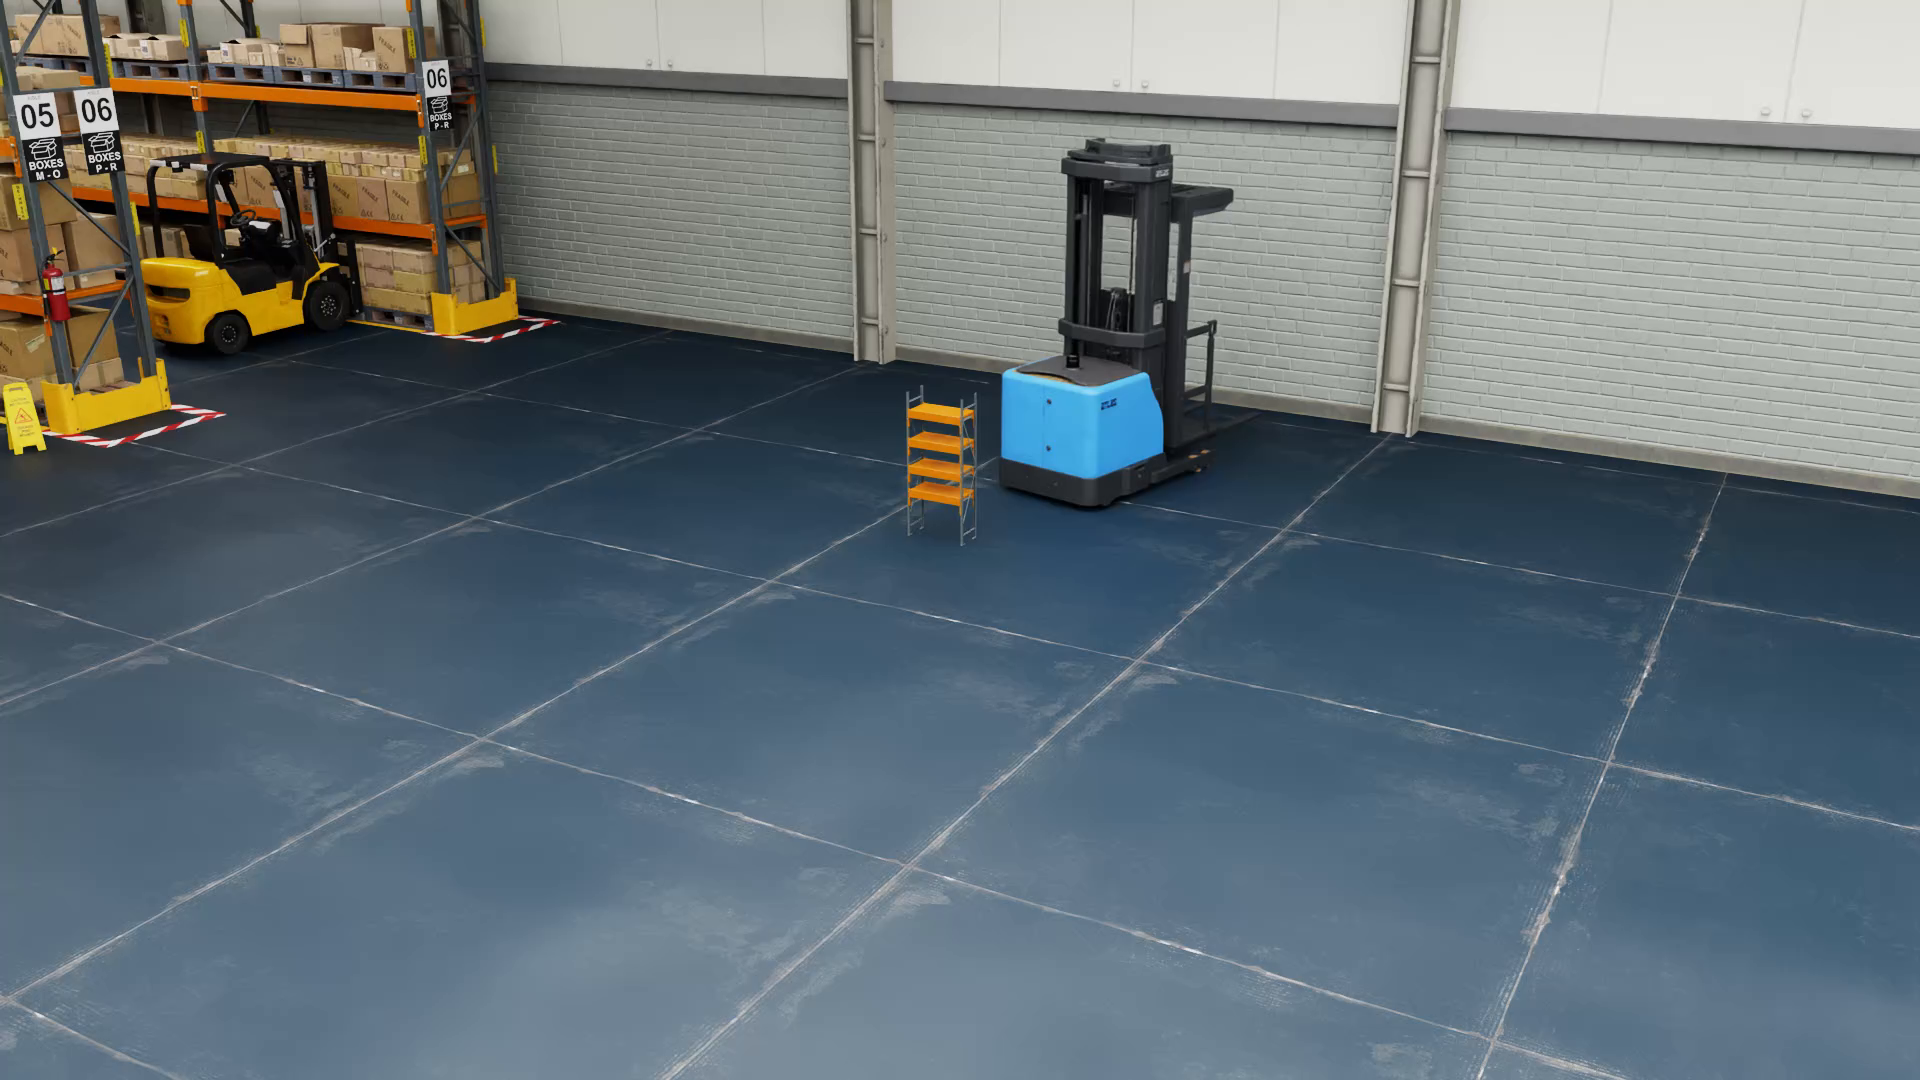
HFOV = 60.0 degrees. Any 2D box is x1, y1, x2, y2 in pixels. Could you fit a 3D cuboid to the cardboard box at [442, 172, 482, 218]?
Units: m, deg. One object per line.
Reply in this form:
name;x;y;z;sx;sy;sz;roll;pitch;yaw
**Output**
cardboard box;-6.338;-4.306;20.690;0.500;0.500;0.500;12;23;29

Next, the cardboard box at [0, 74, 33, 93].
cardboard box;-8.897;-4.251;15.485;0.250;0.149;0.380;11;23;28

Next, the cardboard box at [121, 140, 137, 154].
cardboard box;-11.339;-5.326;22.552;0.250;0.149;0.380;10;22;26

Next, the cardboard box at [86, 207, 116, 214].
cardboard box;-12.487;-4.397;23.956;0.625;0.625;0.875;12;23;29

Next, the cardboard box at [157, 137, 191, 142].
cardboard box;-10.822;-5.461;22.923;0.250;0.149;0.380;11;22;27

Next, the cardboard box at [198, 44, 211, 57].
cardboard box;-10.178;-6.495;22.079;0.250;0.149;0.380;11;23;27

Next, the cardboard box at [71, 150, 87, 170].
cardboard box;-11.872;-5.266;22.971;0.500;0.250;0.500;10;22;26

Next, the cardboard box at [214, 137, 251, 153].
cardboard box;-9.399;-5.109;21.518;0.250;0.149;0.380;11;23;28

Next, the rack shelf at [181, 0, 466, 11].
rack shelf;-7.787;-6.720;20.337;4.000;0.370;1.077;11;23;27

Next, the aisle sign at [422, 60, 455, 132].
aisle sign;-6.127;-5.218;19.538;0.004;0.787;0.394;11;23;27

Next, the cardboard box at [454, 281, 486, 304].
cardboard box;-6.374;-3.139;21.035;0.500;0.250;0.500;11;23;28

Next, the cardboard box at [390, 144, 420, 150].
cardboard box;-6.888;-4.844;20.786;0.250;0.149;0.380;11;23;28

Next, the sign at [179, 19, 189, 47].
sign;-9.789;-6.397;20.983;0.005;0.325;0.100;11;23;27

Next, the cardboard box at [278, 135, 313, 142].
cardboard box;-8.670;-5.194;21.750;0.250;0.149;0.380;11;22;27

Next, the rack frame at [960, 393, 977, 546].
rack frame;0.068;-0.551;13.124;0.015;1.200;0.240;11;23;27

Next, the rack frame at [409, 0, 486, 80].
rack frame;-6.041;-6.914;19.229;0.127;3.000;1.000;11;23;27

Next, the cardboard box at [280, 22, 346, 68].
cardboard box;-7.884;-6.107;20.488;0.637;0.503;0.797;12;23;29

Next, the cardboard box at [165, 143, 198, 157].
cardboard box;-10.361;-5.196;22.191;0.250;0.149;0.380;11;23;27

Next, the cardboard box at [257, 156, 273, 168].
cardboard box;-8.736;-4.839;21.208;0.250;0.149;0.380;11;23;28

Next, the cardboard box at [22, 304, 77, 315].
cardboard box;-9.507;-2.179;17.289;0.500;0.500;0.500;10;22;25

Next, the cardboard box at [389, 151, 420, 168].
cardboard box;-6.687;-4.614;20.152;0.250;0.149;0.380;11;23;27

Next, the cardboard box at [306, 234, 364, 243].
cardboard box;-7.928;-3.703;21.125;0.500;0.250;0.500;10;22;26

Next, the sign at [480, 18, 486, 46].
sign;-5.765;-6.116;20.031;0.005;0.325;0.100;11;23;27

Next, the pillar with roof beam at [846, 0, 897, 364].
pillar with roof beam;-3.070;-5.019;14.004;0.400;9.000;9.100;11;23;27

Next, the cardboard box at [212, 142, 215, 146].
cardboard box;-9.944;-5.293;22.461;0.250;0.149;0.380;10;22;26

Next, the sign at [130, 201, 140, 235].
sign;-8.194;-3.184;16.474;0.005;0.325;0.100;11;23;27

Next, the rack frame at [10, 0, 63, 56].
rack frame;-13.025;-8.244;22.897;0.127;3.000;1.000;11;23;27

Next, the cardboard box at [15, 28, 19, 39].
cardboard box;-13.212;-7.235;23.711;0.250;0.149;0.380;10;22;25

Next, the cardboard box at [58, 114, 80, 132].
cardboard box;-8.589;-4.059;16.126;0.250;0.149;0.380;11;23;27

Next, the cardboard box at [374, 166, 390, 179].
cardboard box;-6.914;-4.515;20.315;0.250;0.149;0.380;11;23;28

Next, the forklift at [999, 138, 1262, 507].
forklift;1.688;-2.084;14.813;1.130;2.935;3.031;16;26;38

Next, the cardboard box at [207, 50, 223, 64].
cardboard box;-9.289;-6.130;21.074;0.250;0.149;0.380;11;23;28

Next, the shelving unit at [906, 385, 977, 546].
shelving unit;-0.145;-0.592;13.236;0.503;1.200;0.258;11;23;27

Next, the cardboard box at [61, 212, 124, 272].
cardboard box;-8.736;-2.964;16.554;0.500;0.500;0.500;10;22;26

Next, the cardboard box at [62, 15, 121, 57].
cardboard box;-11.623;-6.763;22.304;0.500;0.500;0.500;11;23;29

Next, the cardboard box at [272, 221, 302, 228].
cardboard box;-9.009;-4.110;22.246;0.500;0.250;0.500;11;23;28

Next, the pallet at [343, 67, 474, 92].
pallet;-6.645;-5.588;20.101;1.213;0.211;1.003;11;23;27

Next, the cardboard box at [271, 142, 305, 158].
cardboard box;-8.485;-4.945;21.063;0.250;0.149;0.380;10;22;26

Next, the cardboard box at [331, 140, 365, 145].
cardboard box;-7.799;-5.014;21.254;0.250;0.149;0.380;12;23;29

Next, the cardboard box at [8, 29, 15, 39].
cardboard box;-13.469;-7.060;23.230;0.250;0.149;0.380;12;23;29

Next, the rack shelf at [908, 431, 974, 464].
rack shelf;-0.145;-0.739;13.183;0.480;0.148;0.258;11;23;27

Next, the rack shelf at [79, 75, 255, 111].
rack shelf;-11.279;-6.164;22.614;4.000;0.370;1.077;11;23;27

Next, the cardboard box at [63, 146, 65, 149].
cardboard box;-12.420;-5.556;23.186;0.250;0.149;0.380;11;23;29

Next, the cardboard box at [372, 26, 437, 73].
cardboard box;-6.546;-5.796;19.638;0.500;0.500;0.500;12;23;29

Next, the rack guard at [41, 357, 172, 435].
rack guard;-8.525;-1.453;16.638;0.348;0.500;1.175;11;23;27

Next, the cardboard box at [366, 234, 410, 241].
cardboard box;-7.237;-3.773;21.319;0.500;0.250;0.500;11;22;27

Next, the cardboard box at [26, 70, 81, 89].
cardboard box;-8.669;-4.402;15.902;0.250;0.149;0.380;11;22;27

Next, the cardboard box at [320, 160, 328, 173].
cardboard box;-7.786;-4.694;20.810;0.250;0.149;0.380;11;22;27

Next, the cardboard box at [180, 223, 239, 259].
cardboard box;-9.994;-3.924;22.649;0.625;0.625;0.875;12;23;30

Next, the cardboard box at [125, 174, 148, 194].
cardboard box;-10.961;-4.868;22.606;0.500;0.250;0.500;11;23;28

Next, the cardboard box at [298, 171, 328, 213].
cardboard box;-7.939;-4.399;20.947;0.500;0.500;0.500;11;23;28

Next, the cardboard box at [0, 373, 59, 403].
cardboard box;-9.316;-1.579;16.735;0.500;0.250;0.500;11;23;27

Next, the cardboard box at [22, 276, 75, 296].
cardboard box;-8.889;-2.496;16.215;0.250;0.149;0.380;12;23;29

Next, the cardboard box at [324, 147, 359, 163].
cardboard box;-7.619;-4.765;20.568;0.250;0.149;0.380;11;23;28

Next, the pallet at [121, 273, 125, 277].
pallet;-12.325;-3.965;23.986;1.213;0.211;1.003;11;23;27

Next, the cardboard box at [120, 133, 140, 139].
cardboard box;-11.724;-5.624;23.373;0.250;0.149;0.380;11;22;27

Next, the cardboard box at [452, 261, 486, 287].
cardboard box;-6.350;-3.374;20.950;0.500;0.250;0.500;11;23;28
